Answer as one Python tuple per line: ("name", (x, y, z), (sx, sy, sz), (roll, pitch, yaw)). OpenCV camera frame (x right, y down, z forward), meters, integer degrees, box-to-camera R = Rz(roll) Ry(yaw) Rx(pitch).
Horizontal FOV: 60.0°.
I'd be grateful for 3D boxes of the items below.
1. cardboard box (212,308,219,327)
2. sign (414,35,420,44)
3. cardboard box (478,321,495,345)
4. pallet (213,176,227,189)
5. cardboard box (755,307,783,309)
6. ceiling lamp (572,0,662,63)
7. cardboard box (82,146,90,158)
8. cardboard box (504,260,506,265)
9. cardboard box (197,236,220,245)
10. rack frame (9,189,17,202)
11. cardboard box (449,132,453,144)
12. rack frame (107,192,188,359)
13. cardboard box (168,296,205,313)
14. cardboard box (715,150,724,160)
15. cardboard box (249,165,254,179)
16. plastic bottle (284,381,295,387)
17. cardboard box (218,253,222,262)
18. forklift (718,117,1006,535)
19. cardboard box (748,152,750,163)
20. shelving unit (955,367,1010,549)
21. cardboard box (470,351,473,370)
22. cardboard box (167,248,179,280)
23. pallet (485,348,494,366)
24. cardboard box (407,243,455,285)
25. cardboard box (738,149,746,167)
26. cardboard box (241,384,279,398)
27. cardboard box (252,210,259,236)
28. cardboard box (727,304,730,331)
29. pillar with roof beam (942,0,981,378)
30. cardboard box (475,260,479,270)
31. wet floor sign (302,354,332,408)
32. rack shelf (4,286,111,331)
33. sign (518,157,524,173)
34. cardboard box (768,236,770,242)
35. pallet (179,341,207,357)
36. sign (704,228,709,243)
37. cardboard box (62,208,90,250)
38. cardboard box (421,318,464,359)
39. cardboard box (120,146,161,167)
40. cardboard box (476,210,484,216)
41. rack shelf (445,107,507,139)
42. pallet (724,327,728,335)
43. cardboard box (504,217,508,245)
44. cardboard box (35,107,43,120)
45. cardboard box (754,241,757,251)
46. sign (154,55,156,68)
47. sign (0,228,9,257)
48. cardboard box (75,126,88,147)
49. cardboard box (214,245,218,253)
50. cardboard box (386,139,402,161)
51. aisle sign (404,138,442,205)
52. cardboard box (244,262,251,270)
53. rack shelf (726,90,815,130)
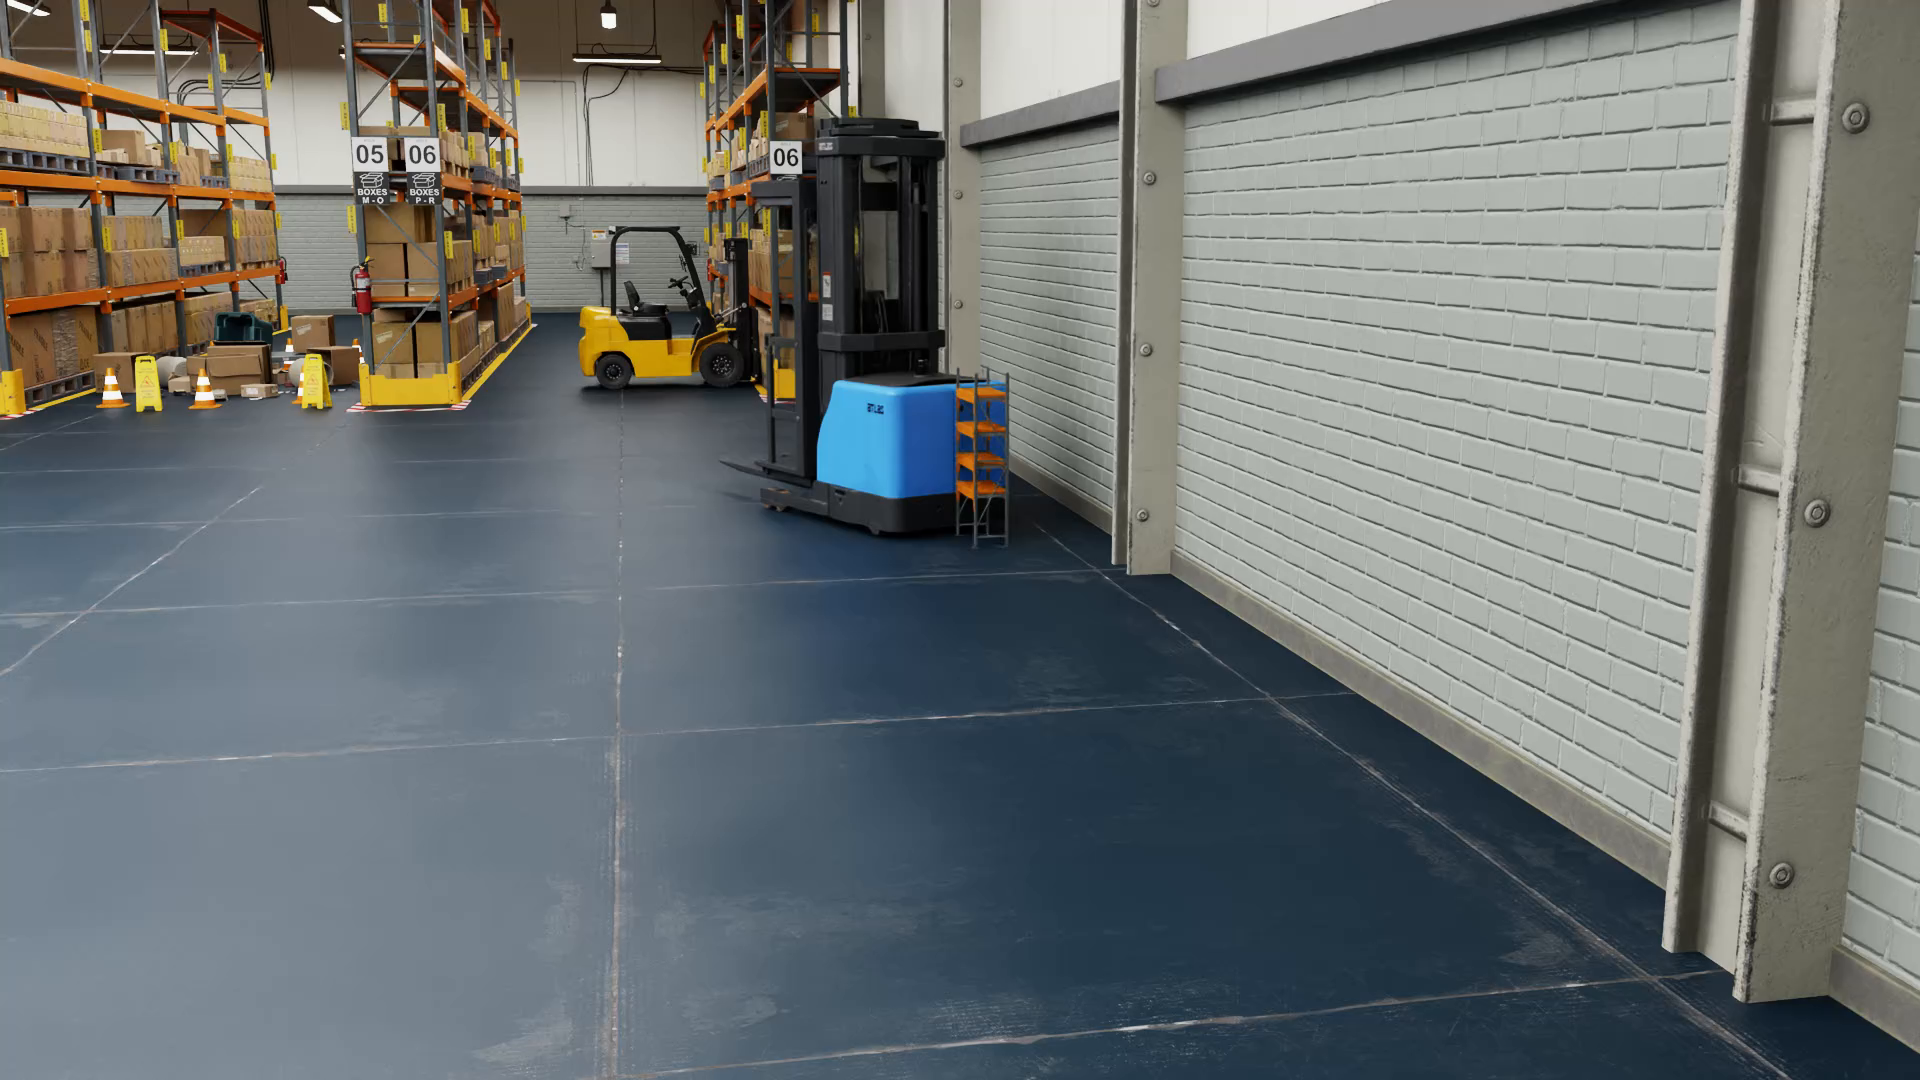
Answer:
("cardboard box", (-13.352, -3.818, 29.297), (0.500, 0.500, 0.500), (-2, 11, -12))
("sign", (-8.867, -8.083, 27.173), (0.100, 0.325, 0.005), (-2, 11, -11))
("cardboard box", (-8.224, -3.431, 27.606), (0.950, 0.372, 0.625), (-3, 11, -15))
("pallet", (-13.922, -6.419, 29.879), (1.213, 0.211, 1.003), (-2, 11, -11))
("cardboard box", (-2.891, -3.314, 24.641), (0.500, 0.250, 0.500), (-2, 11, -12))
("ceiling lamp", (-7.817, -12.490, 37.638), (2.000, 3.185, 0.800), (-2, 11, -11))
("cardboard box", (-11.997, -5.238, 22.452), (0.380, 0.149, 0.250), (-2, 11, -11))
("cardboard box", (-8.590, -5.020, 30.449), (0.500, 0.250, 0.500), (-2, 11, -13))
("cardboard box", (-13.615, -5.414, 30.077), (0.380, 0.149, 0.250), (-2, 11, -13))
("rack frame", (-19.600, -5.727, 33.761), (1.000, 3.000, 0.127), (-2, 11, -11))
("cardboard box", (-6.778, -5.202, 21.523), (0.380, 0.149, 0.250), (-2, 11, -9))
("rack frame", (-13.160, -4.421, 26.902), (1.000, 3.000, 0.127), (-2, 11, -11))
("cardboard box", (-13.155, -3.996, 28.226), (0.500, 0.250, 0.500), (-2, 11, -12))
("cardboard box", (-4.517, -7.422, 32.023), (0.396, 0.266, 0.258), (-2, 11, -12))
("cardboard box", (-14.092, -7.178, 32.428), (0.500, 0.250, 0.500), (-3, 11, -13))
("plastic bottle", (-9.134, -2.138, 22.764), (0.133, 0.061, 0.283), (0, 11, -1))
("cardboard box", (-13.615, -5.124, 30.146), (0.380, 0.149, 0.250), (-2, 11, -11))
("forklift", (-0.904, -1.701, 12.795), (1.130, 2.935, 3.031), (-7, 13, -34))
("cardboard box", (-2.888, -5.579, 24.247), (0.380, 0.149, 0.250), (-2, 11, -10))
("shelving unit", (0.152, -0.576, 11.514), (0.258, 1.200, 0.503), (-3, 11, -14))
("cardboard box", (-6.959, -2.452, 22.789), (0.500, 0.250, 0.500), (-2, 11, -10))
("cardboard box", (-12.809, -4.397, 26.510), (0.500, 0.500, 0.500), (-2, 11, -11))
("pallet", (-7.939, -2.883, 26.280), (1.003, 0.211, 1.213), (-2, 11, -11))
("cardboard box", (-6.588, -3.445, 20.709), (0.500, 0.500, 0.500), (-2, 11, -12))
("cardboard box", (-3.207, -6.017, 26.113), (0.500, 0.311, 0.500), (-3, 11, -13))
("cardboard box", (-9.004, -1.919, 21.380), (0.380, 0.149, 0.250), (4, 11, 18))
("cardboard box", (-14.068, -6.215, 32.591), (0.500, 0.500, 0.500), (-3, 11, -13))
("cardboard box", (-4.059, -4.132, 30.943), (0.500, 0.500, 0.500), (-3, 11, -13))
("pillar with roof beam", (-4.207, -5.184, 14.867), (9.100, 9.000, 0.400), (-2, 11, -11))
("cardboard box", (-7.343, -4.082, 24.668), (0.380, 0.149, 0.250), (-2, 11, -10))
("wet floor sign", (-7.780, -1.922, 20.069), (0.267, 0.644, 0.232), (2, 11, 9))
("rack shelf", (-11.993, -2.967, 21.188), (1.077, 0.370, 4.000), (-2, 11, -11))
("sign", (-9.345, -7.974, 35.389), (0.100, 0.325, 0.005), (-2, 11, -11))
("cardboard box", (-2.332, -3.997, 21.875), (0.380, 0.149, 0.250), (-2, 11, -10))
("pallet", (-13.310, -3.195, 27.916), (1.003, 0.211, 1.213), (-2, 11, -11))
("sign", (-5.544, -6.674, 36.422), (0.100, 0.325, 0.005), (-2, 11, -11))
("cardboard box", (-12.123, -4.126, 22.063), (0.875, 0.550, 0.550), (-2, 11, -11))
("cardboard box", (-6.765, -2.634, 21.740), (0.500, 0.500, 0.500), (-3, 11, -13))
("cardboard box", (-12.662, -5.926, 25.632), (0.500, 0.311, 0.500), (-2, 11, -11))
("cardboard box", (-9.419, -6.309, 32.147), (0.380, 0.149, 0.250), (-2, 11, -10))
("rack shelf", (-8.713, -7.384, 29.417), (1.077, 0.370, 4.000), (-2, 11, -11))
("pallet", (-4.038, -4.017, 32.236), (1.003, 0.211, 1.213), (-2, 11, -11))
("cardboard box", (-8.661, -5.726, 30.817), (0.500, 0.500, 0.500), (-2, 11, -10))
("cardboard box", (-11.652, -5.304, 20.668), (0.380, 0.149, 0.250), (-2, 11, -10))
("cardboard box", (-2.719, -4.177, 23.616), (0.380, 0.149, 0.250), (-2, 11, -12))
("sign", (-14.473, -8.583, 30.015), (0.100, 0.325, 0.005), (-2, 11, -11))
("sign", (-11.058, -3.437, 19.206), (0.100, 0.325, 0.005), (-2, 11, -11))
("cardboard box", (-12.034, -5.408, 22.280), (0.500, 0.250, 0.500), (-2, 11, -12))
("cardboard box", (-13.569, -5.224, 29.874), (0.380, 0.149, 0.250), (-2, 11, -9))
("cardboard box", (-7.132, -4.782, 20.384), (0.500, 0.250, 0.500), (-2, 11, -12))
("aisle sign", (-6.452, -4.429, 19.993), (0.394, 0.787, 0.004), (-2, 11, -11))
("cardboard box", (-13.930, -5.286, 32.116), (0.380, 0.149, 0.250), (-2, 11, -10))
("rack shelf", (-3.067, -6.831, 26.514), (1.077, 0.370, 4.000), (-2, 11, -11))
